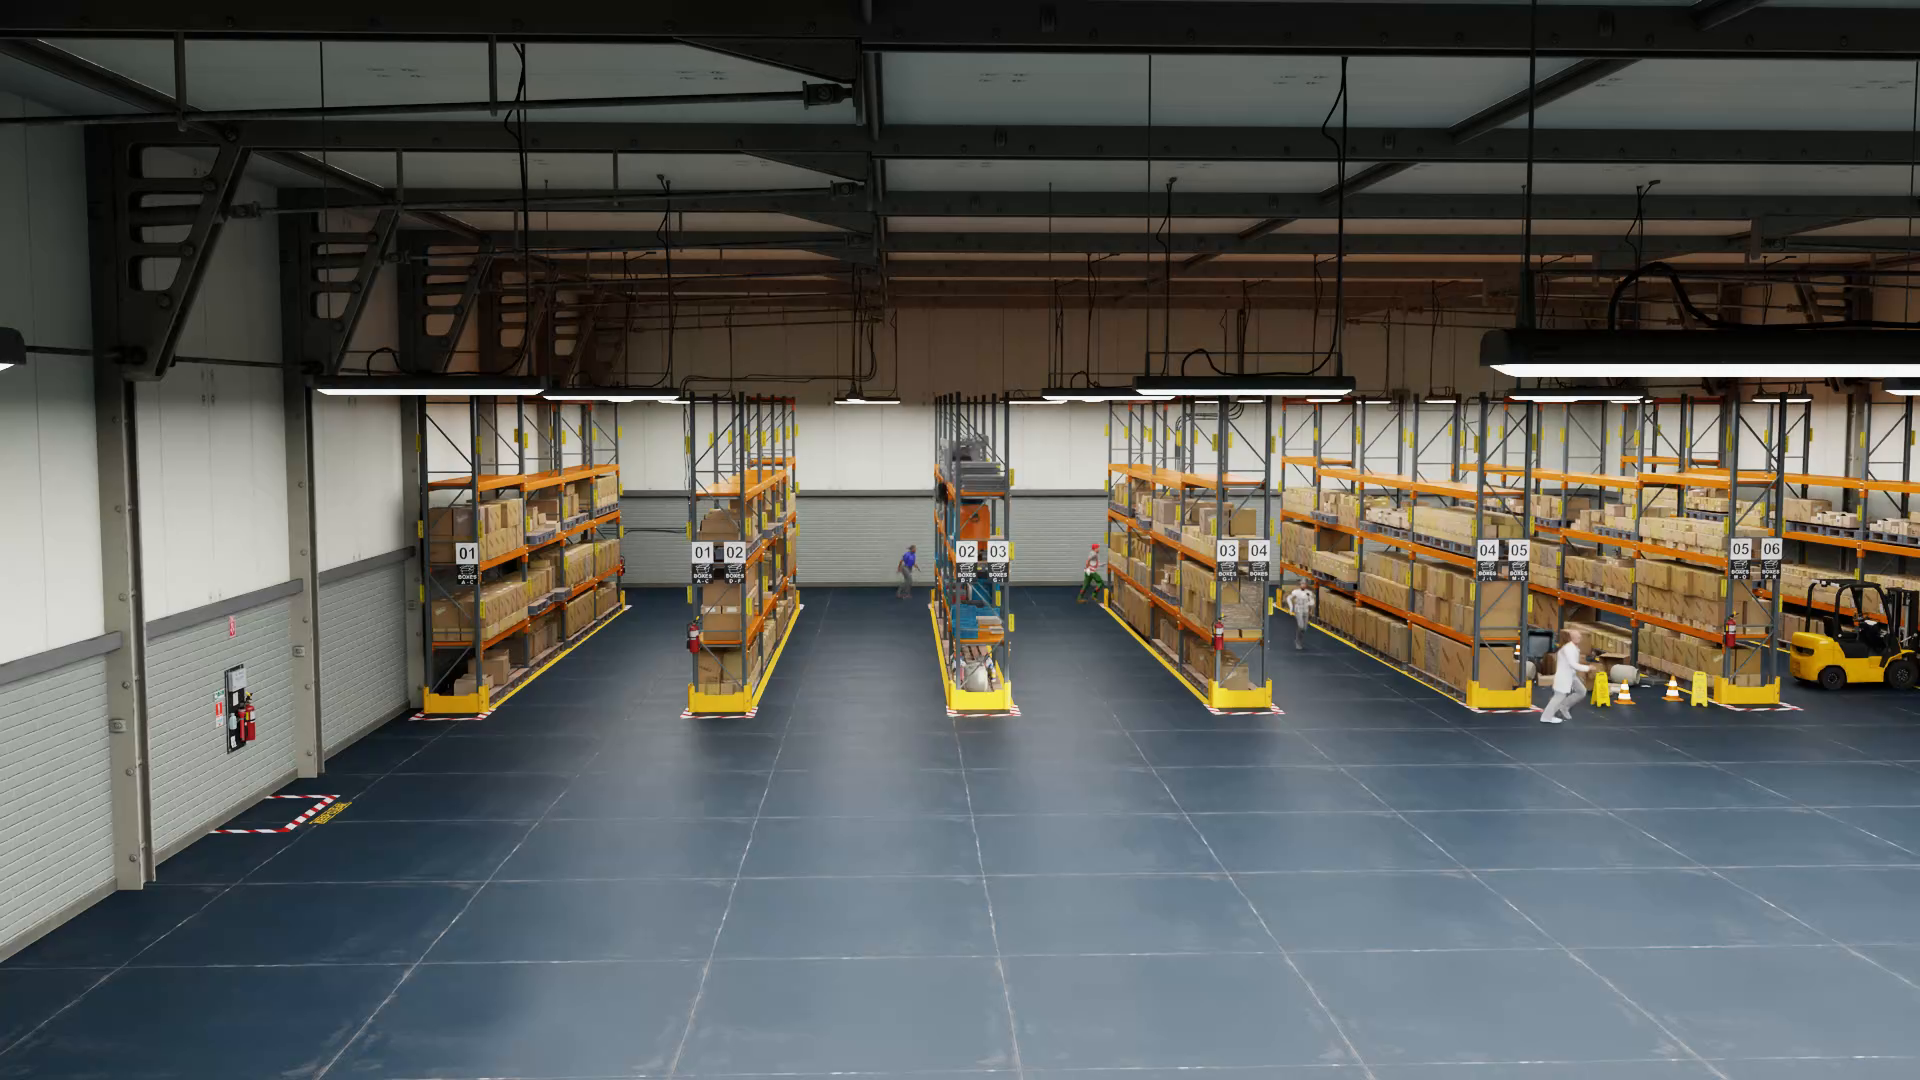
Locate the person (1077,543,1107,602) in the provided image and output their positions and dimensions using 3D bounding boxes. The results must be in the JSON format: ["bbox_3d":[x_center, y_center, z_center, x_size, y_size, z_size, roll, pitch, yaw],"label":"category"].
[{"bbox_3d":[3.891,0.952,48.448,0.974,1.711,0.633,-1,5,-13],"label":"person"}]

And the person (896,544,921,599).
[{"bbox_3d":[-1.558,0.949,49.893,0.744,1.640,0.570,3,6,34],"label":"person"}]

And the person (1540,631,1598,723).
[{"bbox_3d":[10.991,2.567,29.960,0.979,1.512,0.724,3,5,33],"label":"person"}]

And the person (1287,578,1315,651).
[{"bbox_3d":[8.065,1.742,39.201,0.557,1.717,0.685,-1,5,-10],"label":"person"}]
